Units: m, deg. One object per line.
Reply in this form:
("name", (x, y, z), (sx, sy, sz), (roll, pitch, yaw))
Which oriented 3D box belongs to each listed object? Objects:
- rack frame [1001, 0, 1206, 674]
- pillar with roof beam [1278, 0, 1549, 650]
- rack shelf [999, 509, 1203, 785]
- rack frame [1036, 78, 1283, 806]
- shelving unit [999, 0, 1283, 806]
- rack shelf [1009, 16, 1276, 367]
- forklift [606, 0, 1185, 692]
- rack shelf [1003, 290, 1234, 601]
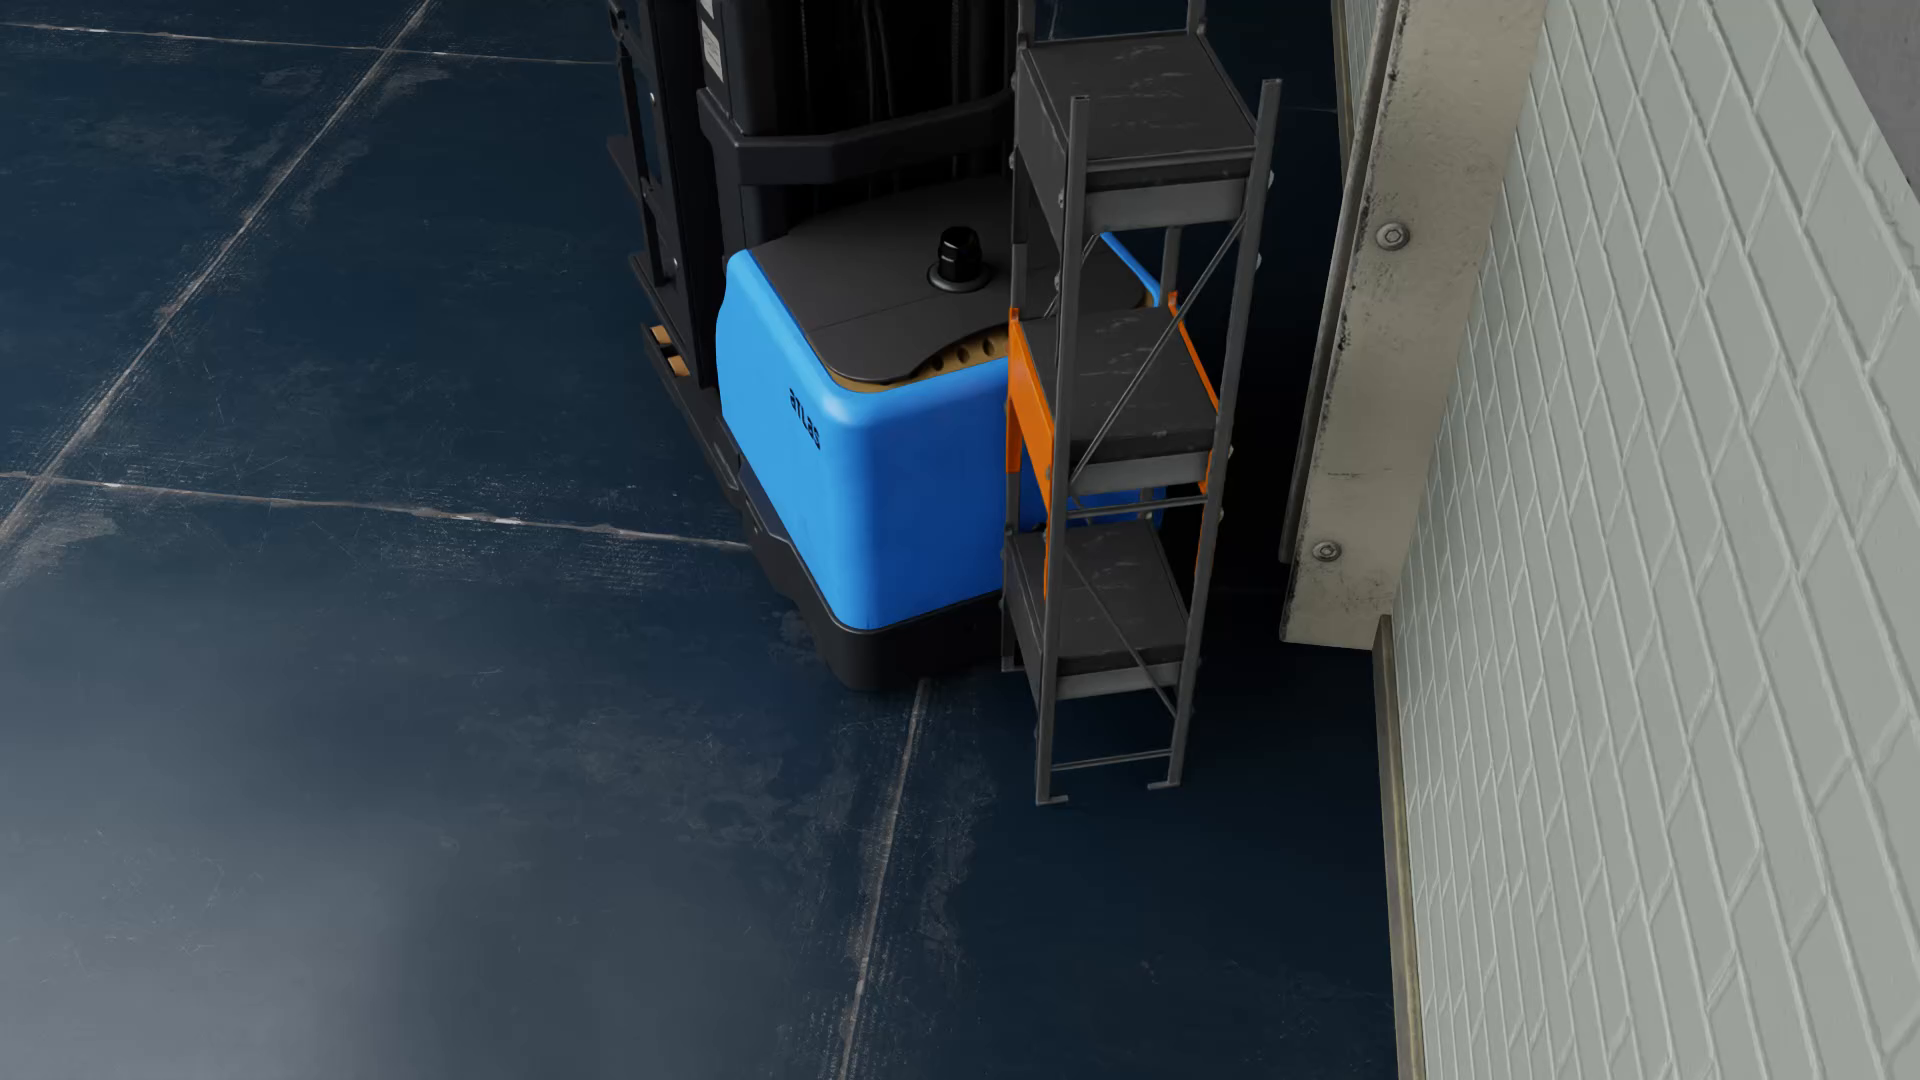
("rack frame", (0.319, -0.402, 4.148), (0.400, 2.100, 0.015), (-7, 44, -7))
("pillar with roof beam", (-3.141, -3.481, 2.381), (9.100, 9.000, 0.400), (5, 44, 6))
("rack shelf", (0.361, 0.281, 4.464), (0.431, 0.518, 0.480), (-7, 44, -7))
("rack frame", (0.403, -0.072, 3.799), (0.400, 2.100, 0.015), (-7, 44, -7))
("shelving unit", (0.361, -0.237, 3.973), (0.431, 2.100, 0.503), (-7, 44, -7))
("rack shelf", (0.361, -0.736, 3.501), (0.431, 0.518, 0.480), (-7, 44, -7))
("forklift", (-0.467, -1.655, 4.866), (1.130, 2.935, 3.031), (-18, 46, -18))
("rack shelf", (0.361, -0.227, 3.983), (0.431, 0.518, 0.480), (-7, 44, -7))
